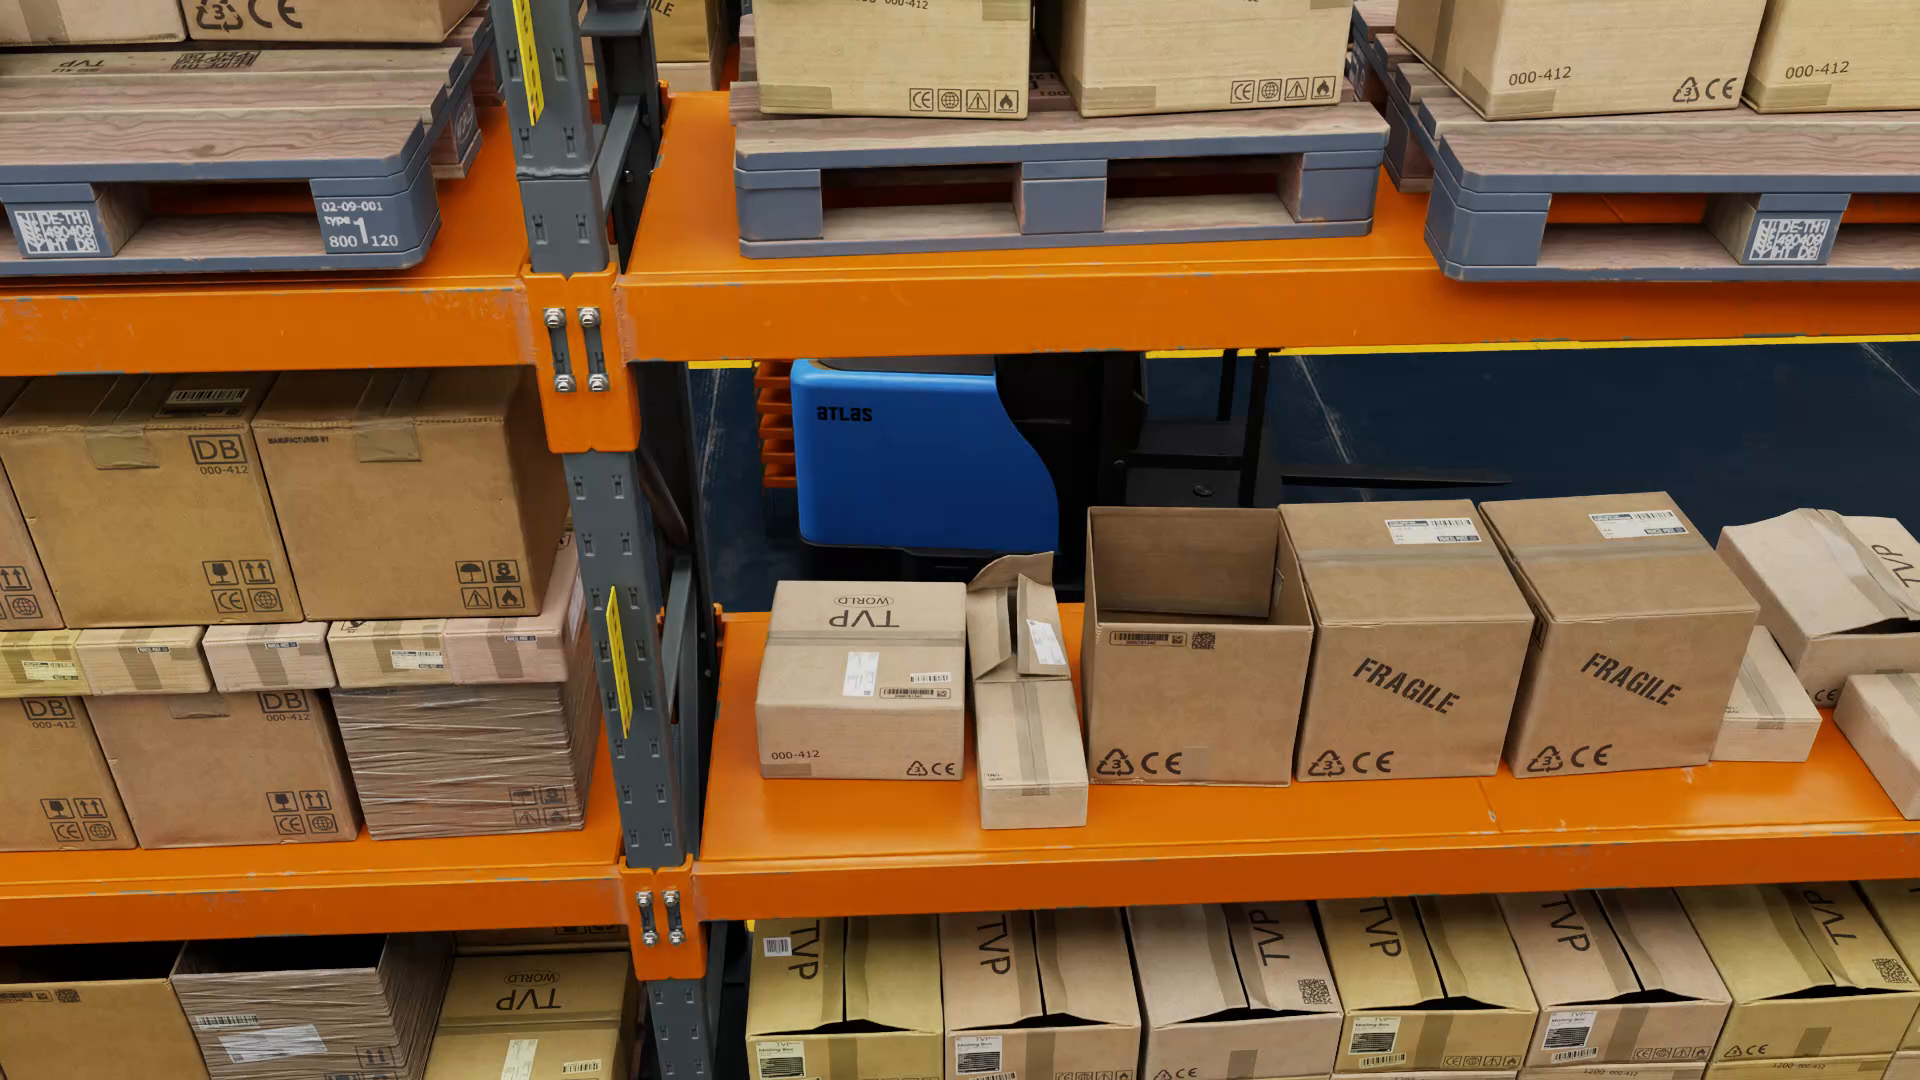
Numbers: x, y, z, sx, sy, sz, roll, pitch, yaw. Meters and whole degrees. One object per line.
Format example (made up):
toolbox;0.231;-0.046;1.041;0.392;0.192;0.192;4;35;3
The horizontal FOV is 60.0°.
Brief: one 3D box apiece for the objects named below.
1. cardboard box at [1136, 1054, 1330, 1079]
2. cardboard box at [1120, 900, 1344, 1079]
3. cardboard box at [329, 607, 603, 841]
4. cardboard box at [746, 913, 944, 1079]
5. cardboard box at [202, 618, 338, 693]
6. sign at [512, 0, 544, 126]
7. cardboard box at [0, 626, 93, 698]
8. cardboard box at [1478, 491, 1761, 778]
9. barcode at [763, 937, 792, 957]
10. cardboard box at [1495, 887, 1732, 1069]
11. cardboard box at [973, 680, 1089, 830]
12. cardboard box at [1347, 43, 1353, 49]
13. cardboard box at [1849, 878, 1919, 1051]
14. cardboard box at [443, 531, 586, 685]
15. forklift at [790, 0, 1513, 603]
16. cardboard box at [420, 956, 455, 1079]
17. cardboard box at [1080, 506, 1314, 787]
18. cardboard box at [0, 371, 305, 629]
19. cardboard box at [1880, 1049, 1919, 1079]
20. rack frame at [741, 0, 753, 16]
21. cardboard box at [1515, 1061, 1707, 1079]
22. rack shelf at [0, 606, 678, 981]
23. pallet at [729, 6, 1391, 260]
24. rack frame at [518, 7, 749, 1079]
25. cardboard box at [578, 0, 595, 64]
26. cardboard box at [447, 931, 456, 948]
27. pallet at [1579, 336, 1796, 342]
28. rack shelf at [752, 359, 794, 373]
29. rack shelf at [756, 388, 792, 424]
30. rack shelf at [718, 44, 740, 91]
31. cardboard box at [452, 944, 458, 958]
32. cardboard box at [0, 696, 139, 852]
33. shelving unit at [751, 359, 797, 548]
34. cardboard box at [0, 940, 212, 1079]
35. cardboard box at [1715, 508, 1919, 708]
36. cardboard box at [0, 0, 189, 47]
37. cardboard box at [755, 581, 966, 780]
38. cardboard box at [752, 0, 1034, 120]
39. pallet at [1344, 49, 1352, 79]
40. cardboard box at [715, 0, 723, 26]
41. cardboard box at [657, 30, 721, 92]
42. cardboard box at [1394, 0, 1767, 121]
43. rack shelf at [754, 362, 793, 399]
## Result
cardboard box;0.716;1.386;4.658;0.500;0.250;0.500;-3;35;-4
cardboard box;0.715;1.160;4.493;0.500;0.311;0.500;-3;35;-4
cardboard box;-1.170;0.301;4.091;0.500;0.500;0.700;-2;35;-3
cardboard box;-0.302;1.185;4.457;0.500;0.311;0.500;-1;35;-2
cardboard box;-1.497;0.162;3.722;0.250;0.149;0.380;-3;35;-4
sign;-0.699;-0.836;2.663;0.005;0.325;0.100;-2;35;-2
cardboard box;-2.005;0.174;3.704;0.250;0.149;0.380;-2;35;-2
cardboard box;1.593;0.232;4.190;0.500;0.500;0.500;-3;35;-5
barcode;-0.452;1.009;4.123;0.075;0.075;0.001;-2;35;-2
cardboard box;1.734;1.130;4.535;0.500;0.311;0.500;-2;35;-3
cardboard box;0.168;0.522;4.080;0.250;0.149;0.380;-2;35;-2
cardboard box;2.004;-2.770;8.142;0.500;0.500;0.700;-5;35;-7
cardboard box;2.757;1.101;4.578;0.500;0.311;0.500;-1;35;-1
cardboard box;-0.988;0.148;3.742;0.250;0.149;0.380;-2;35;-2
forklift;0.876;-1.173;6.370;3.031;2.935;1.130;2;35;3
cardboard box;-1.680;1.429;4.596;0.500;0.250;0.500;-2;35;-2
cardboard box;0.567;0.260;4.150;0.500;0.500;0.500;1;35;1
cardboard box;-1.674;-0.218;3.701;0.500;0.500;0.700;-2;35;-2
cardboard box;2.755;1.330;4.740;0.500;0.250;0.500;-1;35;-1
rack frame;-0.965;-2.489;8.210;0.127;3.000;1.000;-2;35;-2
cardboard box;1.737;1.358;4.700;0.500;0.250;0.500;-1;35;-1
rack shelf;-2.725;0.677;4.269;4.000;0.370;1.077;-2;35;-2
pallet;0.154;-0.859;3.388;1.217;0.209;0.805;-3;35;-4
rack frame;-0.727;0.327;4.142;0.127;3.000;1.000;-2;35;-2
cardboard box;-1.921;-2.539;7.738;0.500;0.500;0.500;-2;35;-2
cardboard box;-1.704;0.829;4.805;0.500;0.500;0.500;-2;35;-2
pallet;3.821;-1.428;9.129;1.213;0.211;1.003;-2;35;-2
rack shelf;-0.736;-0.781;6.770;0.180;0.103;0.258;2;35;3
rack shelf;-0.736;-0.584;6.906;0.180;0.103;0.258;2;35;3
rack shelf;-2.963;-2.139;8.337;4.000;0.370;1.077;-2;35;-2
cardboard box;-1.704;1.136;5.021;0.500;0.250;0.500;-2;35;-2
cardboard box;-2.198;0.330;4.049;0.500;0.500;0.700;-1;35;-2
shelving unit;-0.736;-0.522;6.949;0.189;1.200;0.258;2;35;3
cardboard box;-2.179;1.136;4.361;0.500;0.500;0.500;-2;35;-2
cardboard box;2.366;0.170;4.447;0.500;0.311;0.500;-2;35;-3
cardboard box;-1.782;-1.222;3.330;0.500;0.311;0.500;-3;35;-5
cardboard box;-0.237;0.350;4.240;0.500;0.250;0.500;1;35;1
cardboard box;-0.111;-1.029;3.228;0.500;0.250;0.500;2;35;3
pallet;2.324;-2.438;8.306;1.003;0.211;1.213;-2;35;-2
cardboard box;-1.444;-2.850;8.187;0.500;0.500;0.500;-2;35;-3
cardboard box;-1.424;-2.250;7.980;0.500;0.250;0.500;-1;35;-2
cardboard box;1.186;-1.034;3.236;0.500;0.250;0.500;-4;35;-6
rack shelf;-0.736;-0.682;6.838;0.180;0.103;0.258;2;35;3
